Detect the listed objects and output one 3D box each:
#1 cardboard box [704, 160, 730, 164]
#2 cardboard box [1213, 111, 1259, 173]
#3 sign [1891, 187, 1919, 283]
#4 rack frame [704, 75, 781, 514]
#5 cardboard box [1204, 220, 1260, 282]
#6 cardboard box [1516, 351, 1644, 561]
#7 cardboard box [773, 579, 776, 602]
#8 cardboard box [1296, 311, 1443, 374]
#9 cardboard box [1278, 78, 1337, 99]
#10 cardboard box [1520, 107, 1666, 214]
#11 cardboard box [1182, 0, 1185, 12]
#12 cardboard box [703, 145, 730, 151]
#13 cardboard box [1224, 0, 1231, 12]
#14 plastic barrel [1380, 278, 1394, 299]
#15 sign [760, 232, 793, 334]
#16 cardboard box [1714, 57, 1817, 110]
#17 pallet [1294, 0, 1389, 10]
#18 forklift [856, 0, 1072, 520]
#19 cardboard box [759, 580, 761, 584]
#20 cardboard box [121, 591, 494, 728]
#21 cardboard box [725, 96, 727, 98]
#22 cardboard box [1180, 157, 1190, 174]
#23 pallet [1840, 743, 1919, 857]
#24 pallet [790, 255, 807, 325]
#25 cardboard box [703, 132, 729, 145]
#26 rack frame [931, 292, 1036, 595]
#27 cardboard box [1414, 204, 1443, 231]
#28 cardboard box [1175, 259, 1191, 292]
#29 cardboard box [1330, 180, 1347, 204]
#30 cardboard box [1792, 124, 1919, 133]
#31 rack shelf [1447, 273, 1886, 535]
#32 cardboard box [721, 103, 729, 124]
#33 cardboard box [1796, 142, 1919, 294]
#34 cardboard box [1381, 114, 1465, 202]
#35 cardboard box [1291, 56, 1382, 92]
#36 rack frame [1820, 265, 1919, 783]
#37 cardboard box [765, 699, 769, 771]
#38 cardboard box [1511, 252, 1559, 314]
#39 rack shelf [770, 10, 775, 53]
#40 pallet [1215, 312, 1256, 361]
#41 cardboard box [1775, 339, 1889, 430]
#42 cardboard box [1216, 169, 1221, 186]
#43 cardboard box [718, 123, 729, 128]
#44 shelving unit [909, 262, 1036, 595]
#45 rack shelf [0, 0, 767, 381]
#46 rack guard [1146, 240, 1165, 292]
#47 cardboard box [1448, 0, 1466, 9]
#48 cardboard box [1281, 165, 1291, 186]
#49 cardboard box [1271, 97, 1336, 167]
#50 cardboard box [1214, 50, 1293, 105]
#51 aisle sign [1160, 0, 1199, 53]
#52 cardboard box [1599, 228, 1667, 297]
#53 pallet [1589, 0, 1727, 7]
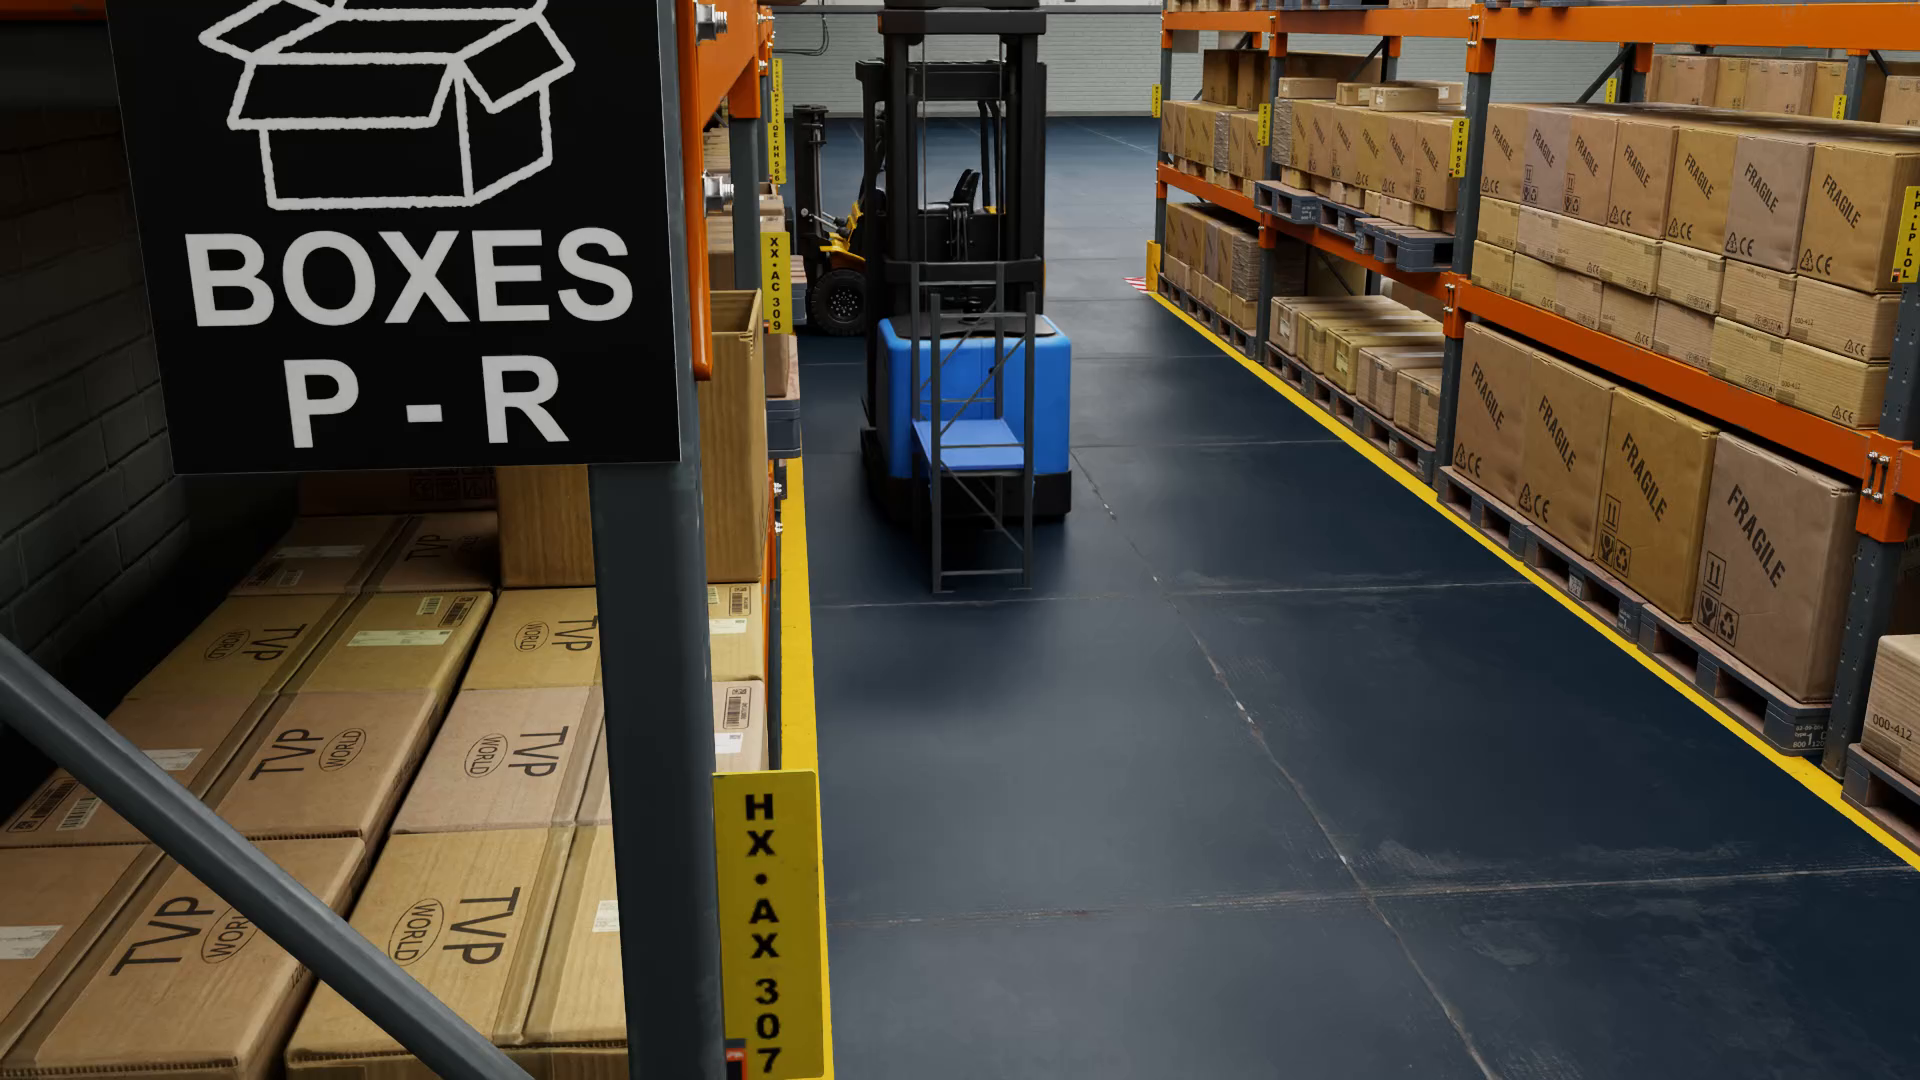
[{"bbox_3d":[-1.315,-2.128,9.699,0.380,0.149,0.250,-1,17,-4],"label":"cardboard box"},{"bbox_3d":[2.567,-3.556,14.832,0.500,0.500,0.500,-1,17,-4],"label":"cardboard box"},{"bbox_3d":[3.265,-1.045,5.698,0.100,0.325,0.005,-2,18,-6],"label":"sign"},{"bbox_3d":[-1.546,-1.588,9.227,1.000,3.000,0.127,-2,18,-6],"label":"rack frame"},{"bbox_3d":[2.542,-2.652,15.253,0.500,0.500,0.500,-1,17,-3],"label":"cardboard box"},{"bbox_3d":[3.467,-0.455,8.463,0.875,0.875,0.875,-2,17,-5],"label":"cardboard box"},{"bbox_3d":[-1.119,-0.017,7.695,0.500,0.500,0.500,-2,18,-8],"label":"cardboard box"},{"bbox_3d":[3.112,-1.510,12.666,0.950,0.372,0.625,-1,17,-2],"label":"cardboard box"},{"bbox_3d":[2.675,-3.482,12.814,0.380,0.149,0.250,-2,18,-6],"label":"cardboard box"},{"bbox_3d":[3.259,-1.965,8.592,0.500,0.500,0.500,-2,18,-5],"label":"cardboard box"},{"bbox_3d":[2.393,-5.253,16.312,0.380,0.149,0.250,-2,18,-7],"label":"cardboard box"},{"bbox_3d":[-1.553,-2.508,10.907,0.380,0.149,0.250,-2,18,-6],"label":"cardboard box"},{"bbox_3d":[2.578,-4.793,14.849,0.380,0.149,0.250,-2,18,-6],"label":"cardboard box"},{"bbox_3d":[4.285,-2.328,15.885,0.512,0.421,0.421,11,21,32],"label":"plastic barrel"},{"bbox_3d":[-0.595,-0.828,5.362,0.100,0.325,0.005,-2,18,-6],"label":"sign"},{"bbox_3d":[7.734,-4.298,15.806,0.875,0.550,0.500,-2,18,-6],"label":"cardboard box"},{"bbox_3d":[3.046,-3.779,11.513,1.213,0.211,1.003,-2,18,-6],"label":"pallet"},{"bbox_3d":[-0.061,-1.905,10.351,1.130,2.935,3.031,-2,18,-7],"label":"forklift"},{"bbox_3d":[-0.734,-0.024,4.001,0.500,0.250,0.500,-2,18,-6],"label":"cardboard box"},{"bbox_3d":[-1.131,0.295,2.983,0.500,0.250,0.500,-1,17,-4],"label":"cardboard box"},{"bbox_3d":[-1.908,-3.764,14.412,0.380,0.149,0.250,-2,18,-6],"label":"cardboard box"},{"bbox_3d":[2.362,-3.665,16.262,0.380,0.149,0.250,-2,17,-5],"label":"cardboard box"},{"bbox_3d":[3.804,1.009,5.611,1.003,0.211,1.213,-2,18,-6],"label":"pallet"},{"bbox_3d":[-1.406,-1.296,8.619,1.213,0.211,1.003,-2,18,-6],"label":"pallet"},{"bbox_3d":[-1.685,-2.891,12.128,0.380,0.149,0.250,-2,18,-6],"label":"cardboard box"},{"bbox_3d":[0.110,-0.455,8.123,0.500,1.500,0.032,-2,18,-7],"label":"rack frame"},{"bbox_3d":[3.023,-1.991,10.229,0.380,0.149,0.250,-2,17,-5],"label":"cardboard box"},{"bbox_3d":[2.419,-2.613,16.382,0.500,0.250,0.500,-1,17,-4],"label":"cardboard box"},{"bbox_3d":[2.828,-2.451,11.694,0.380,0.149,0.250,-1,17,-4],"label":"cardboard box"},{"bbox_3d":[3.915,-1.515,7.160,0.500,0.500,0.500,-2,18,-7],"label":"cardboard box"},{"bbox_3d":[3.597,-0.803,7.928,1.077,0.370,4.000,-2,18,-6],"label":"rack shelf"},{"bbox_3d":[-1.696,-3.383,13.198,0.380,0.149,0.250,-1,17,-5],"label":"cardboard box"},{"bbox_3d":[3.507,-1.201,6.157,0.500,0.500,0.500,-1,17,-4],"label":"cardboard box"},{"bbox_3d":[3.003,-2.413,10.490,0.500,0.500,0.500,-2,18,-7],"label":"cardboard box"},{"bbox_3d":[3.148,-3.738,13.744,0.700,0.500,0.500,-2,18,-6],"label":"cardboard box"},{"bbox_3d":[3.803,-0.550,5.923,1.000,3.000,0.127,-2,18,-6],"label":"rack frame"},{"bbox_3d":[-0.565,0.424,3.239,0.380,0.149,0.250,-2,18,-7],"label":"cardboard box"},{"bbox_3d":[3.261,-1.365,8.766,0.500,0.250,0.500,-2,18,-7],"label":"cardboard box"},{"bbox_3d":[-2.165,-4.463,14.579,1.077,0.370,4.000,-2,18,-6],"label":"rack shelf"},{"bbox_3d":[2.874,-1.803,14.566,1.003,0.211,1.213,-2,18,-6],"label":"pallet"},{"bbox_3d":[3.506,-0.605,6.346,0.500,0.250,0.500,-2,18,-7],"label":"cardboard box"},{"bbox_3d":[2.537,-3.280,15.037,0.380,0.149,0.250,-2,18,-7],"label":"cardboard box"},{"bbox_3d":[-1.730,-3.240,13.239,0.380,0.149,0.250,-2,18,-7],"label":"cardboard box"},{"bbox_3d":[0.049,-0.606,8.604,0.538,1.500,1.048,-2,18,-7],"label":"shelving unit"},{"bbox_3d":[-0.927,-0.888,3.191,1.077,0.370,4.000,-2,18,-6],"label":"rack shelf"},{"bbox_3d":[2.573,-2.910,17.613,1.175,0.500,0.348,-2,18,-6],"label":"rack guard"},{"bbox_3d":[3.116,-3.215,9.820,0.380,0.149,0.250,-2,18,-6],"label":"cardboard box"},{"bbox_3d":[2.721,-2.840,12.934,0.380,0.149,0.250,-2,17,-5],"label":"cardboard box"},{"bbox_3d":[2.741,-3.175,12.919,0.500,0.500,0.500,-1,17,-4],"label":"cardboard box"},{"bbox_3d":[2.880,-4.496,16.157,0.700,0.500,0.500,-2,18,-5],"label":"cardboard box"},{"bbox_3d":[2.251,-5.375,16.950,0.394,0.787,0.004,-2,18,-6],"label":"aisle sign"},{"bbox_3d":[3.328,-1.296,7.714,0.500,0.250,0.500,-1,17,-5],"label":"cardboard box"},{"bbox_3d":[3.628,-2.560,7.631,1.003,0.211,1.213,-1,17,-3],"label":"pallet"}]
